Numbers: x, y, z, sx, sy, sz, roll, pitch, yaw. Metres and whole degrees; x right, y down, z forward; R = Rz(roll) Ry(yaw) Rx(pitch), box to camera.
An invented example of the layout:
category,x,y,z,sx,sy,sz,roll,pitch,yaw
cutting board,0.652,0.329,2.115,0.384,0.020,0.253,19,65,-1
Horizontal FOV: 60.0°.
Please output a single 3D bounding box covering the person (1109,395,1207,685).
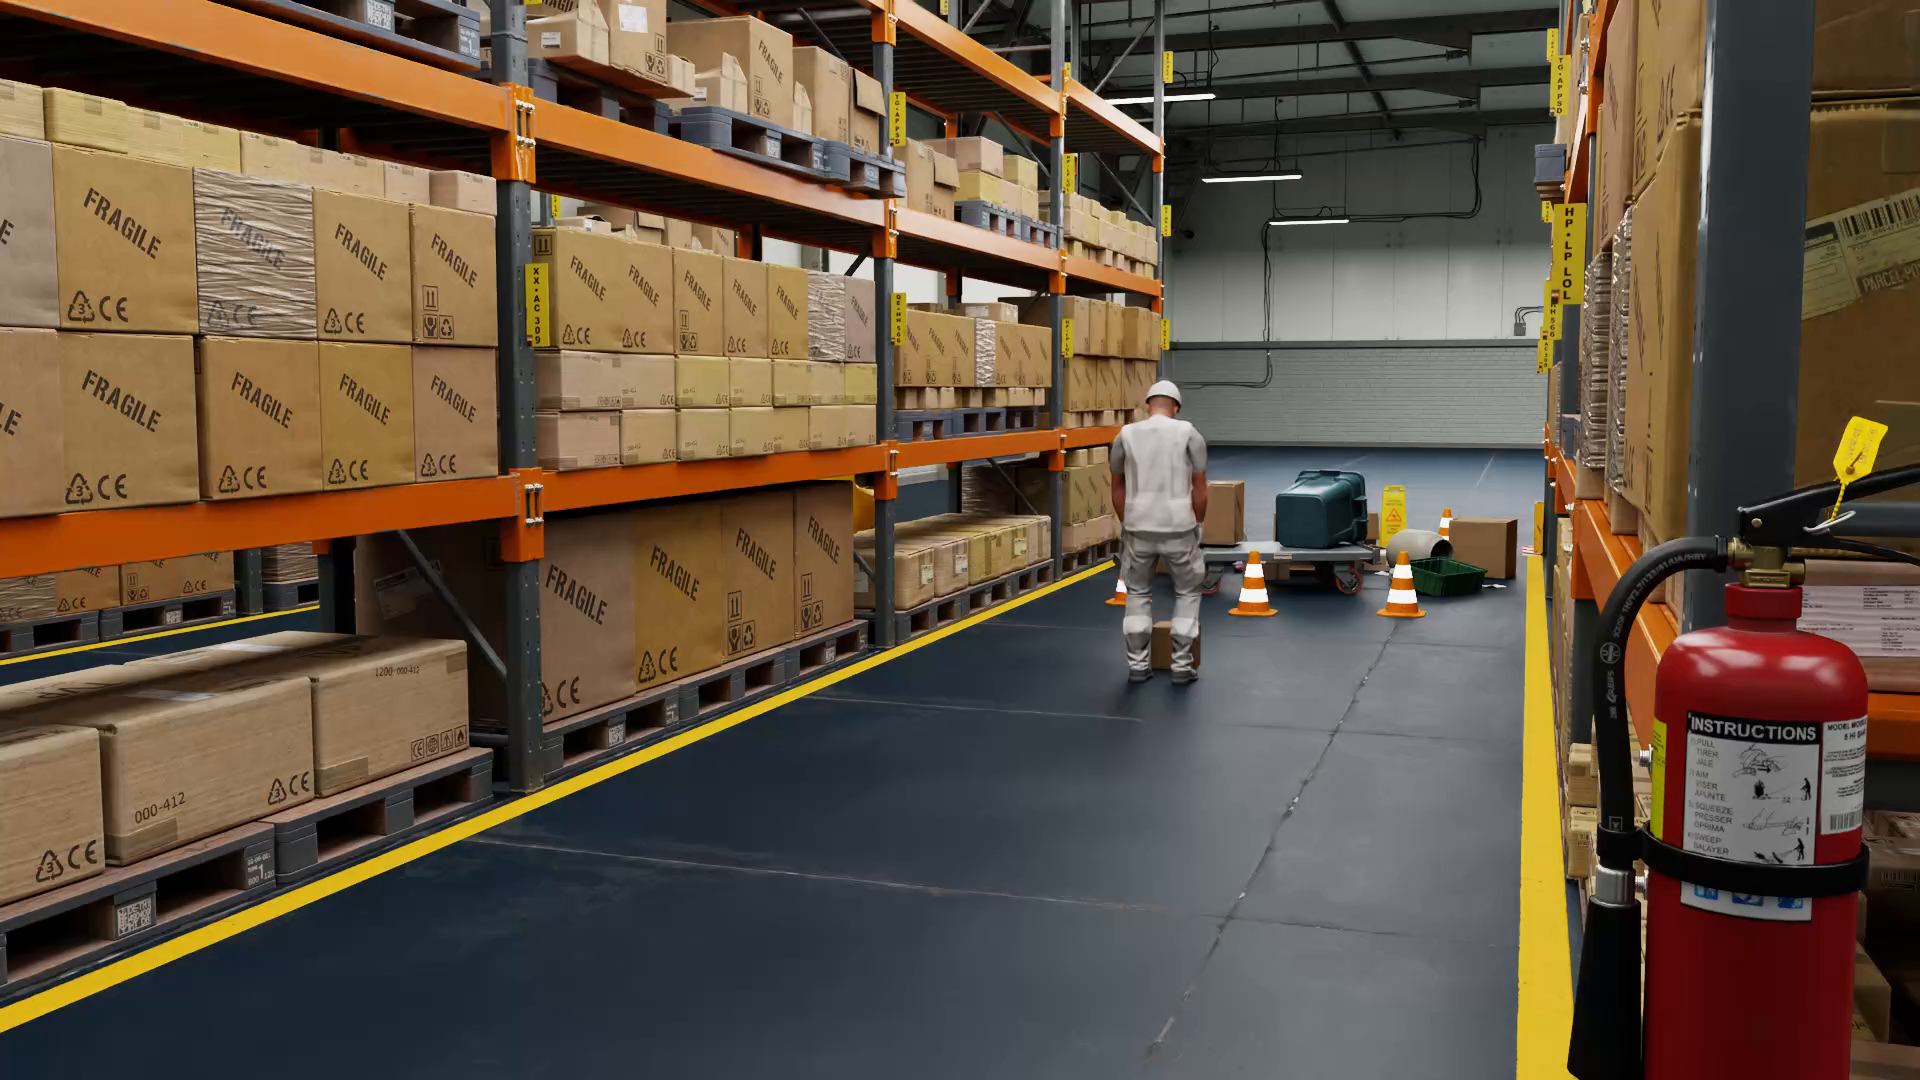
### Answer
category,x,y,z,sx,sy,sz,roll,pitch,yaw
person,15.617,-0.371,13.182,25.168,1.658,17.615,2,5,20
